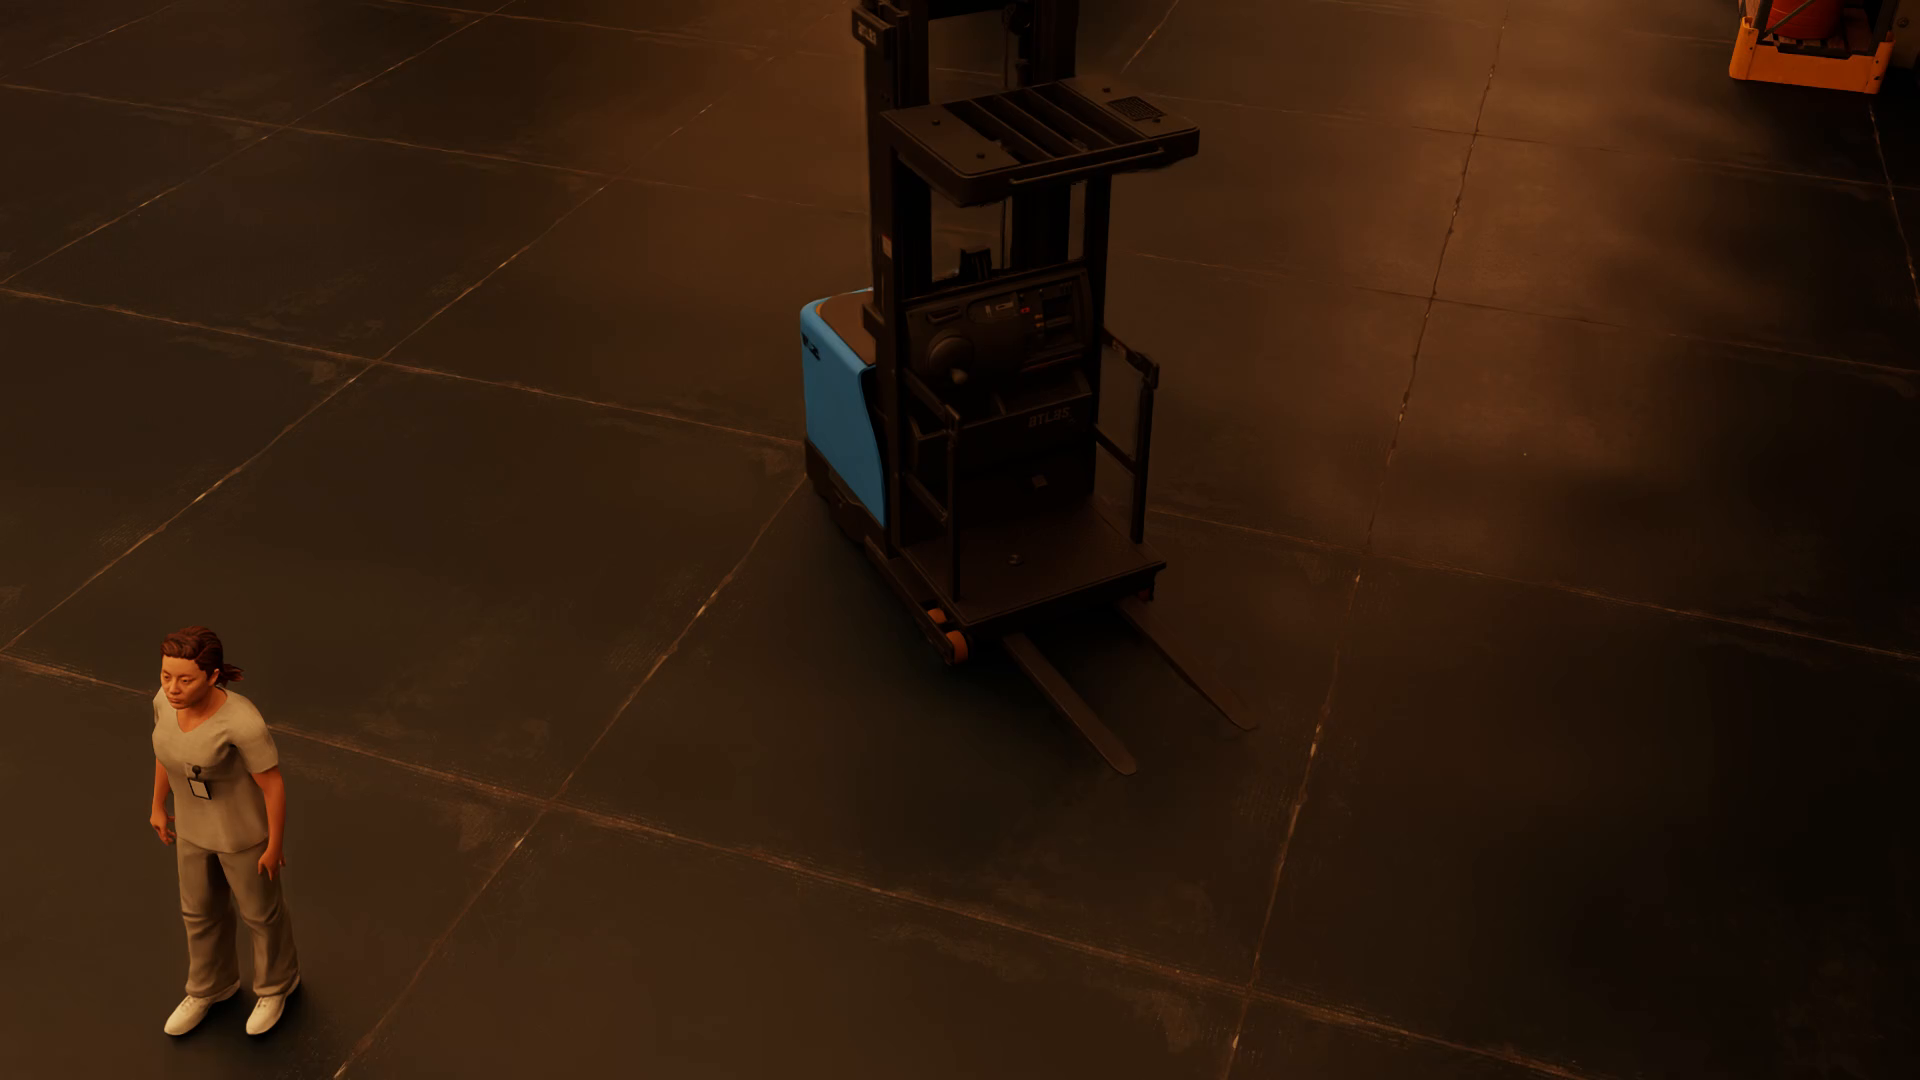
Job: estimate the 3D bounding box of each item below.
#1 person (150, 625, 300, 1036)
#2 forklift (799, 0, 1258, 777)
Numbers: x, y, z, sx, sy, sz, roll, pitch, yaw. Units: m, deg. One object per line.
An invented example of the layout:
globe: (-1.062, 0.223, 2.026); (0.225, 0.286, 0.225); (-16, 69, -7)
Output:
person: (-2.571, 1.038, 5.722); (0.545, 1.676, 0.546); (12, 37, 16)
forklift: (0.287, -0.902, 7.384); (1.130, 2.935, 3.031); (-17, 39, -22)
